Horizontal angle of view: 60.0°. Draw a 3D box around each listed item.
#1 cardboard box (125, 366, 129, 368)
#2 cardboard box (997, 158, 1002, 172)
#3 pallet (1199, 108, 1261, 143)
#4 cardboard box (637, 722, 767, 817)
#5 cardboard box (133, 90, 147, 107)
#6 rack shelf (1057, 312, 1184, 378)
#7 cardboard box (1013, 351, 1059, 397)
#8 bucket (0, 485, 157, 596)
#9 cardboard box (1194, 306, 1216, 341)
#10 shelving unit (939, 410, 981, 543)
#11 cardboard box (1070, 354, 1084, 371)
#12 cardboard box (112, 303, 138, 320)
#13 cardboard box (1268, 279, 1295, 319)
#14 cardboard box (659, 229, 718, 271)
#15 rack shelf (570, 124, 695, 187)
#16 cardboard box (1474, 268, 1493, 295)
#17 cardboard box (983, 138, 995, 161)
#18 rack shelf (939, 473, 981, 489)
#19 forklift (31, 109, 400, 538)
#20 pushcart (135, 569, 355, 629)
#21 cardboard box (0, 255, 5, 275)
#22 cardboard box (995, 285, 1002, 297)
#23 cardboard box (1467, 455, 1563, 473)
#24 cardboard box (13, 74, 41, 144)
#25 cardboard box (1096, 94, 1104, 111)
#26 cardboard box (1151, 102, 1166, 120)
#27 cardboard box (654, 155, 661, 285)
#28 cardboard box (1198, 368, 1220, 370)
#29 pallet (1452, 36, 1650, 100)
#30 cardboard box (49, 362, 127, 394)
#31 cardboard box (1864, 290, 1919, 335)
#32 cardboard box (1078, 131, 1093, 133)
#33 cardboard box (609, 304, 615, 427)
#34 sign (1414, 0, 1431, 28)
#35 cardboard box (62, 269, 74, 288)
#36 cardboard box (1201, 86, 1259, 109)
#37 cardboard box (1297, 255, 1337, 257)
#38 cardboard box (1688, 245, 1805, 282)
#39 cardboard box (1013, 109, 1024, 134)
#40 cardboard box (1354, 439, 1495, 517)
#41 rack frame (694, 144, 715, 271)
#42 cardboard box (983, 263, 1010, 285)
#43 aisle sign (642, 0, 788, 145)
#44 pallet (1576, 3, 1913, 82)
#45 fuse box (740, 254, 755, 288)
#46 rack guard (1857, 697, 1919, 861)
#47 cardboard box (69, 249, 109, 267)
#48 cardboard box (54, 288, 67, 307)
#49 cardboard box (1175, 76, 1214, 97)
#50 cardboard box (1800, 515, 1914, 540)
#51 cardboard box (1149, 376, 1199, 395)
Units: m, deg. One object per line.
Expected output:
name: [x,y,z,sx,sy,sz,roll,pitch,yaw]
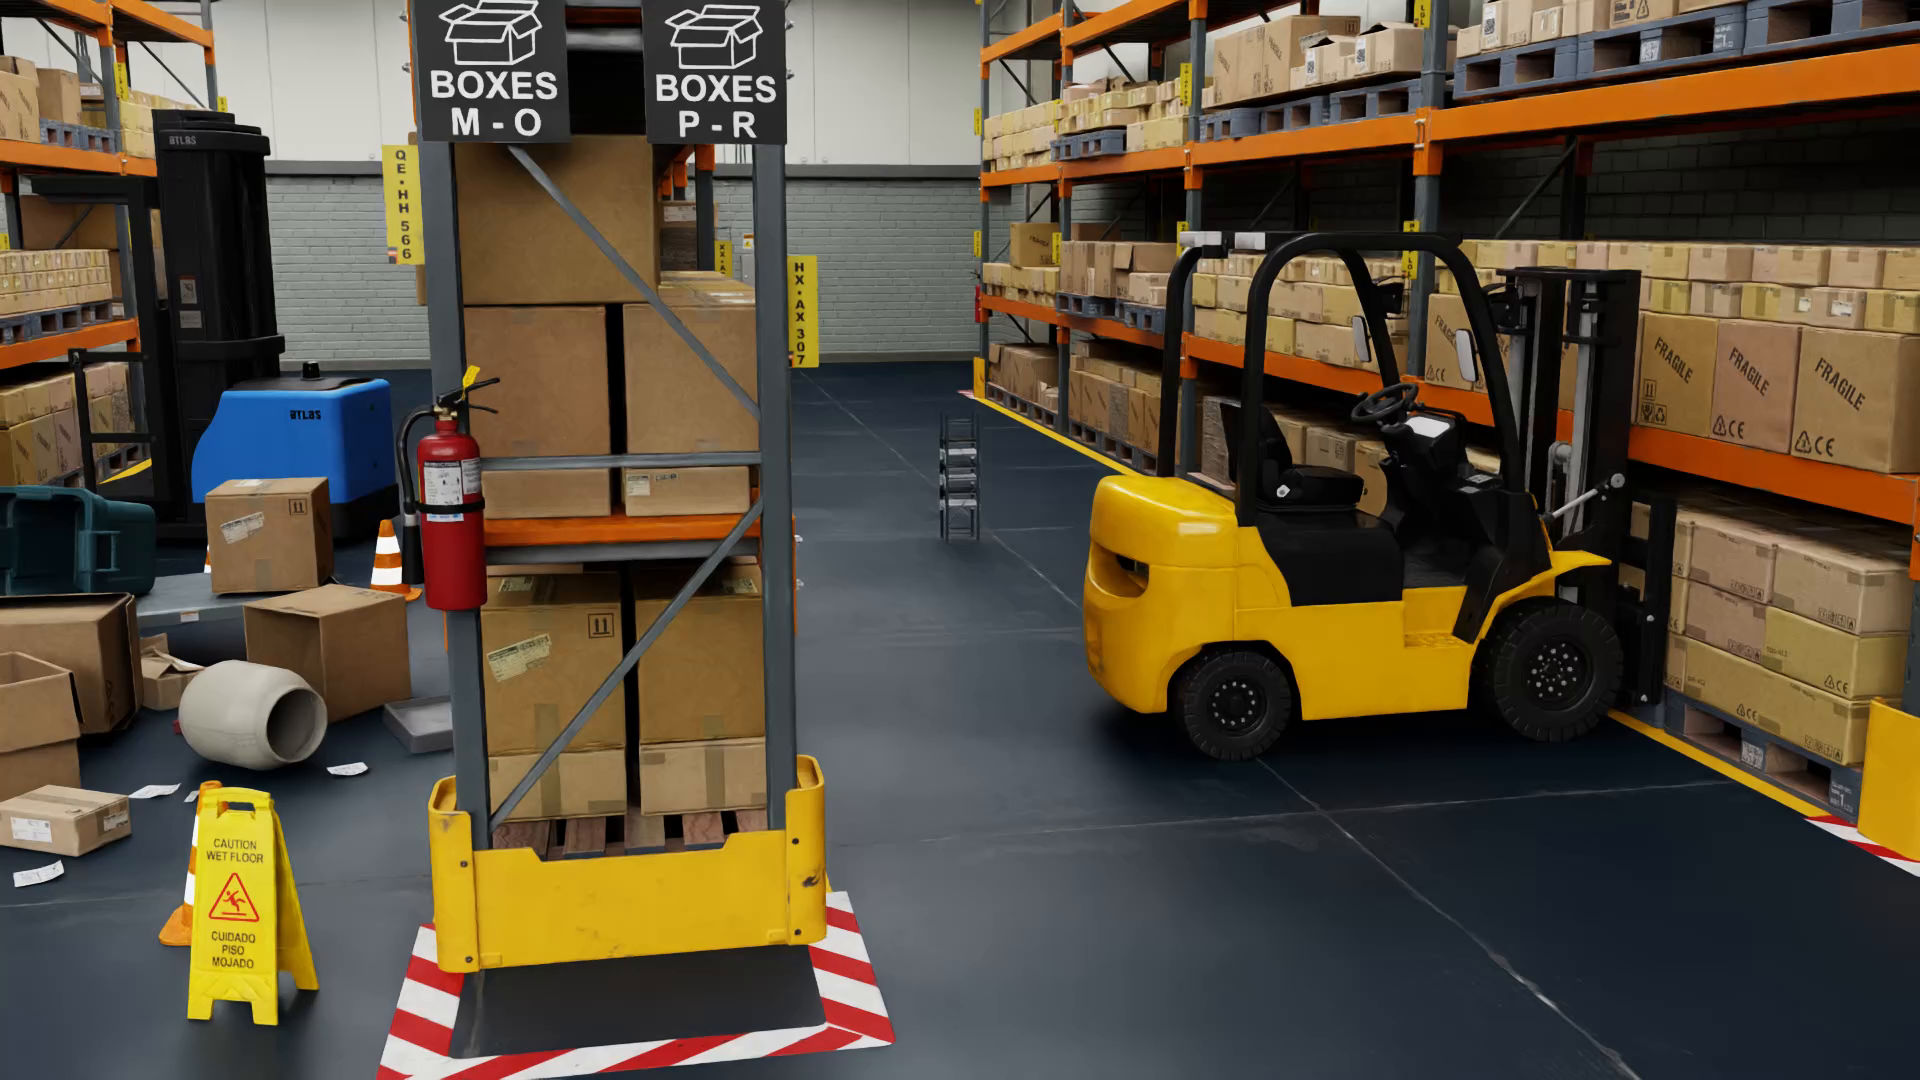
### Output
cardboard box: [-8.953,-1.810,18.095,0.380,0.149,0.250,-3,11,-14]
cardboard box: [0.649,-4.479,19.855,0.380,0.149,0.250,-2,11,-10]
pallet: [2.533,-3.132,12.612,1.213,0.211,1.003,-2,11,-8]
cardboard box: [-0.884,0.762,5.899,0.500,0.250,0.500,-2,11,-11]
cardboard box: [-8.118,-4.274,16.106,0.380,0.149,0.250,-2,11,-13]
rack shelf: [1.925,-1.886,15.507,1.077,0.370,4.000,-2,11,-11]
cardboard box: [0.916,-1.944,19.448,0.500,0.500,0.500,-2,11,-10]
bucket: [-4.325,0.043,8.136,0.726,0.611,0.620,2,1,9]
cardboard box: [2.160,-1.709,13.052,0.500,0.250,0.500,-2,11,-11]
shelving unit: [-0.002,-0.444,11.620,0.258,0.900,0.210,-2,11,-11]
cardboard box: [1.344,-1.828,17.104,0.380,0.149,0.250,-2,11,-8]
cardboard box: [-7.903,-2.167,15.730,0.380,0.149,0.250,-2,11,-9]
cardboard box: [2.465,-1.673,11.527,0.500,0.250,0.500,-2,11,-10]
cardboard box: [-1.586,-1.456,9.136,0.500,0.500,0.500,-2,11,-10]
rack shelf: [-2.166,-2.445,10.420,1.077,0.370,4.000,-2,11,-11]
cardboard box: [2.947,-1.391,8.981,0.380,0.149,0.250,-2,11,-10]
cardboard box: [0.576,-4.794,20.447,0.500,0.250,0.500,-2,11,-12]
rack shelf: [-0.002,-0.411,11.626,0.258,0.077,0.200,-2,11,-11]
forklift: [-5.675,-1.490,11.683,3.031,2.935,1.130,1,11,3]
pushcart: [-4.003,0.423,8.467,1.648,0.377,0.936,-6,13,-31]
cardboard box: [-7.389,-2.054,12.424,0.380,0.149,0.250,-2,11,-11]
cardboard box: [0.647,-3.101,20.639,0.380,0.149,0.250,-2,11,-10]
cardboard box: [2.967,-0.291,8.761,0.500,0.250,0.500,-2,11,-11]
cardboard box: [-7.447,-3.313,12.790,0.500,0.500,0.500,-2,11,-11]
cardboard box: [1.481,-4.053,15.433,0.380,0.149,0.250,-2,11,-11]
cardboard box: [1.860,-3.666,14.247,0.380,0.149,0.250,-2,11,-11]
cardboard box: [-1.564,-1.276,6.639,0.700,0.500,0.500,-2,11,-11]
cardboard box: [2.214,-1.512,15.444,0.380,0.149,0.250,-2,11,-11]
pallet: [3.283,-2.413,8.569,1.003,0.211,1.213,-2,11,-11]
cardboard box: [-7.776,-1.446,14.826,0.500,0.250,0.500,-2,11,-13]
cardboard box: [3.527,-0.826,6.014,0.380,0.149,0.250,-2,11,-10]
cardboard box: [1.365,-4.051,16.216,0.380,0.149,0.250,-2,11,-11]
cardboard box: [-1.561,-0.693,6.251,0.500,0.500,0.500,-2,11,-11]
sign: [2.561,-2.999,9.186,0.100,0.325,0.005,-2,11,-11]
cardboard box: [-7.693,-2.198,13.975,0.380,0.149,0.250,-3,11,-14]
cardboard box: [2.084,-3.412,12.811,0.380,0.166,0.250,-2,11,-11]
cardboard box: [2.726,-2.094,12.675,0.380,0.149,0.250,-2,11,-11]
cardboard box: [3.302,-1.160,6.973,0.380,0.149,0.250,-2,11,-10]
cardboard box: [0.898,-4.762,18.940,0.500,0.250,0.500,-2,11,-9]
cardboard box: [2.979,-0.274,10.341,0.875,0.625,0.625,-2,11,-8]
rack frame: [-1.777,-0.958,8.706,1.000,3.000,0.127,-2,11,-11]
cardboard box: [0.582,-3.319,20.719,0.500,0.250,0.500,-2,11,-11]
aisle sign: [-0.683,-1.501,4.608,0.394,0.787,0.004,-2,11,-11]
pallet: [3.517,-2.190,7.395,1.003,0.211,1.213,-2,11,-11]
fuse box: [-3.141,-3.609,26.079,0.539,1.711,0.414,-2,11,-11]
rack guard: [3.874,0.827,6.014,1.175,0.500,0.348,-2,11,-11]
cardboard box: [-7.899,-2.535,14.951,0.380,0.149,0.250,-2,11,-8]
cardboard box: [-7.640,-2.005,13.756,0.380,0.149,0.250,-2,11,-9]
cardboard box: [1.957,-3.667,13.455,0.380,0.149,0.250,-2,11,-9]
cardboard box: [3.861,0.061,6.908,0.500,0.250,0.500,-2,11,-11]
cardboard box: [1.878,-1.350,14.593,0.380,0.149,0.250,-2,11,-13]
